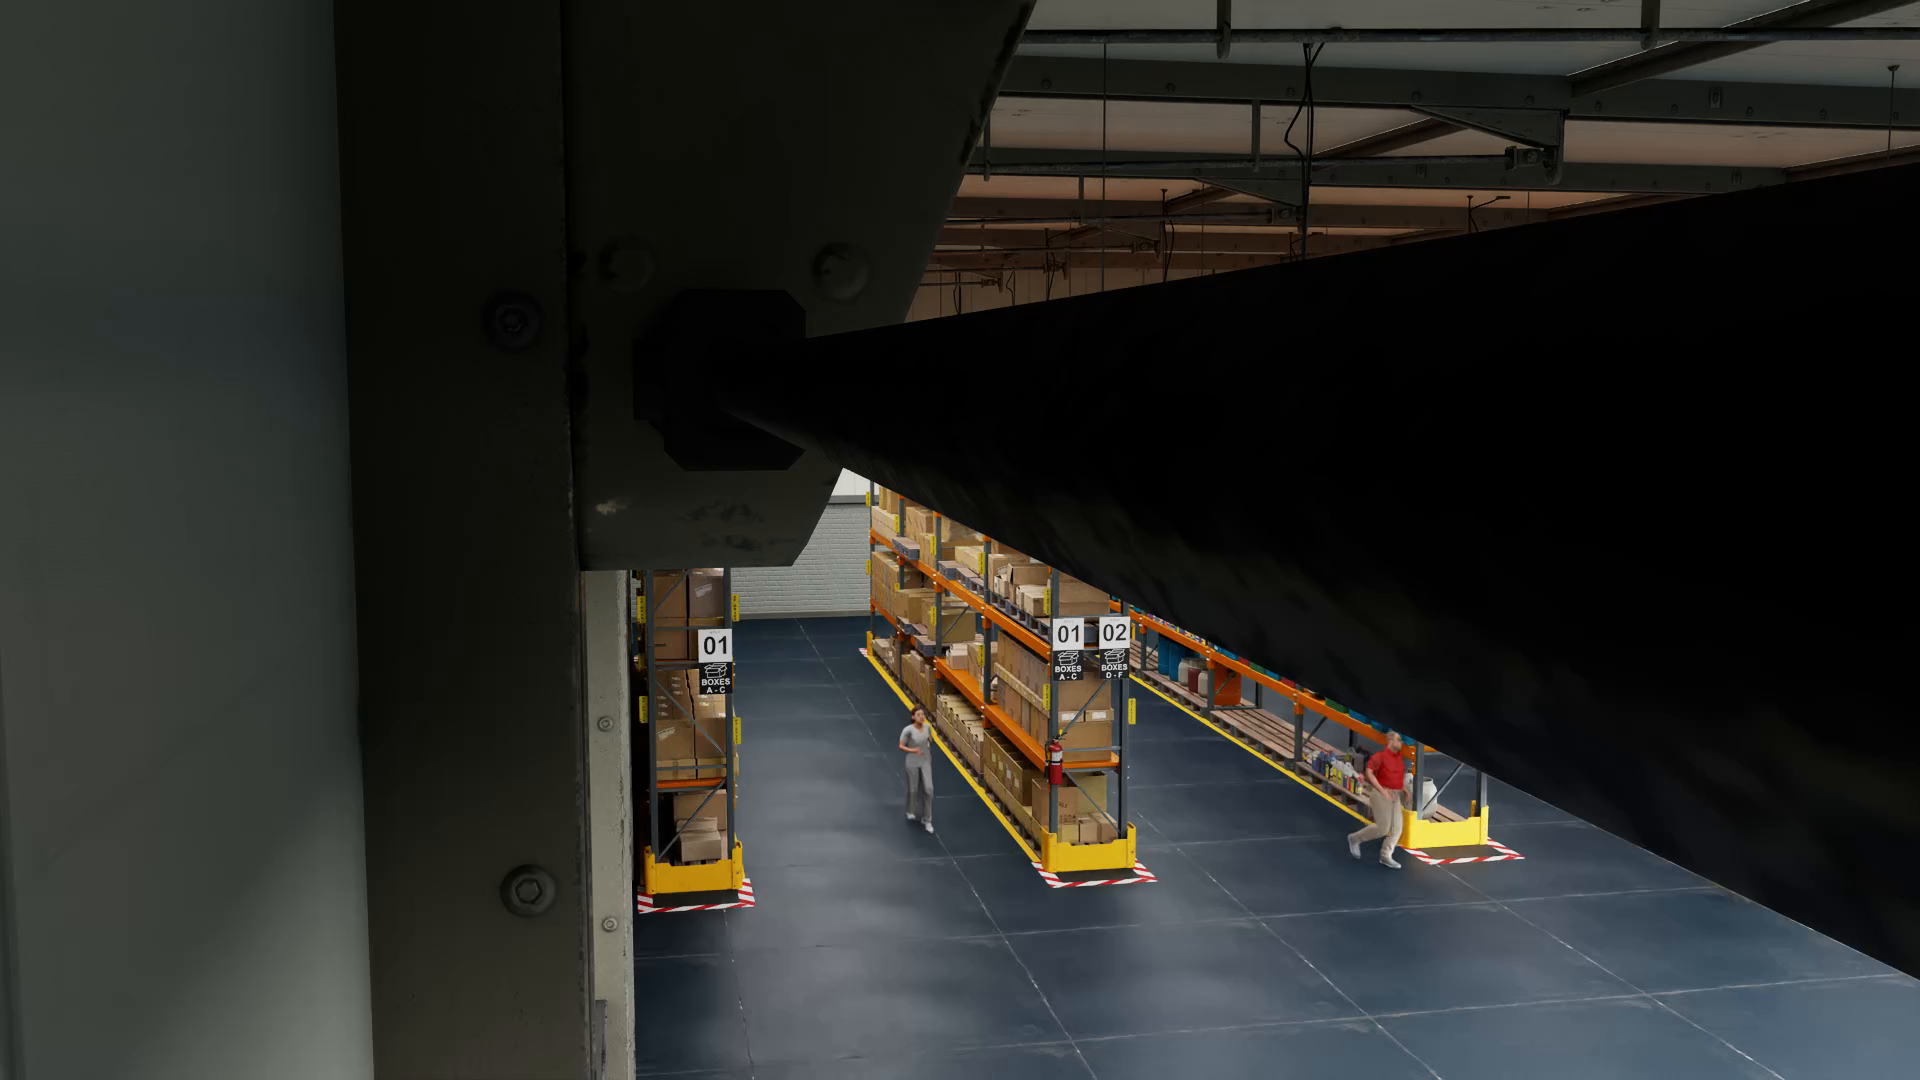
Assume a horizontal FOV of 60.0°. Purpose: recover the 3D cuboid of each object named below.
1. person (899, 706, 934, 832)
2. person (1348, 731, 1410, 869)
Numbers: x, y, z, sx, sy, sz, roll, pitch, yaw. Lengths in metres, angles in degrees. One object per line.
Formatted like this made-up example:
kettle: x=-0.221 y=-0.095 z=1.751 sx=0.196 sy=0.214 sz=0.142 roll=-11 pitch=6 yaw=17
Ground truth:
person: x=-0.598 y=3.124 z=22.873 sx=0.550 sy=1.724 sz=0.763 roll=-2 pitch=6 yaw=-19
person: x=5.444 y=3.280 z=21.274 sx=0.736 sy=1.682 sz=0.716 roll=-6 pitch=8 yaw=-43
